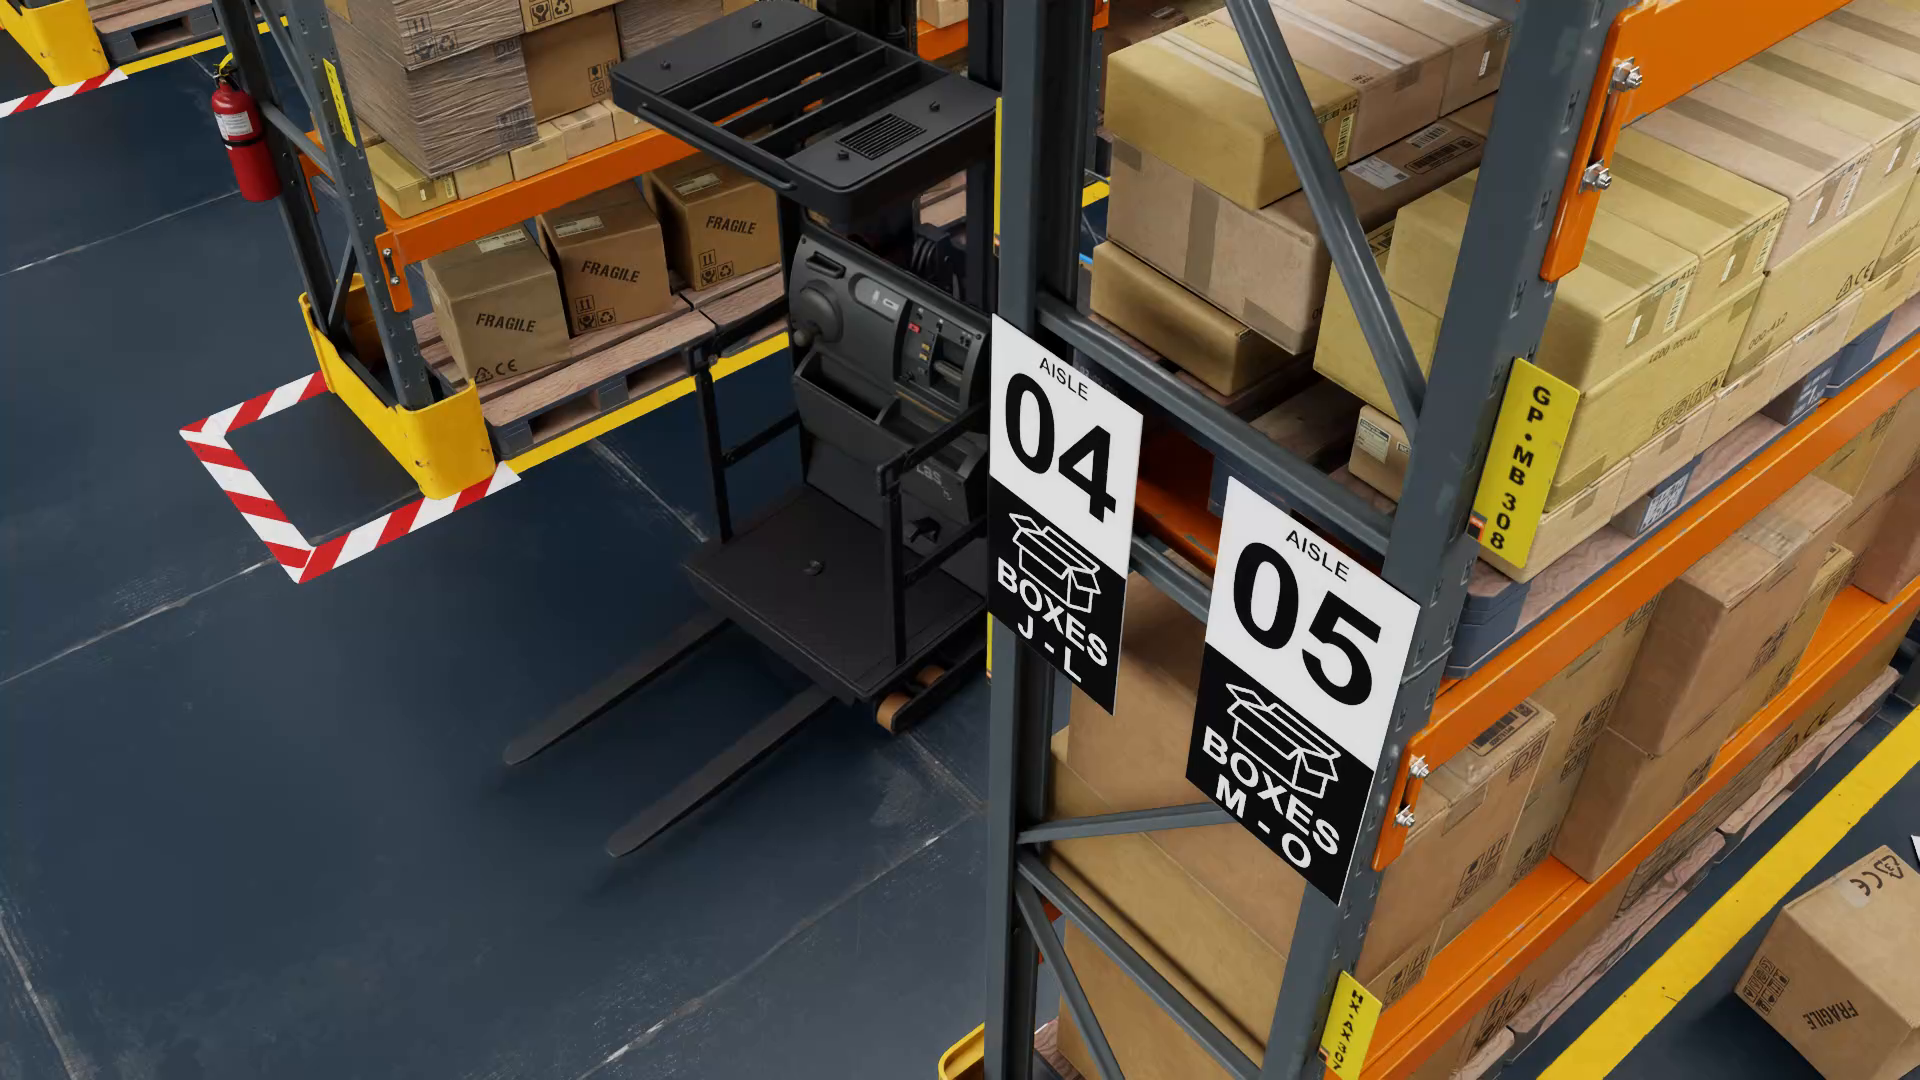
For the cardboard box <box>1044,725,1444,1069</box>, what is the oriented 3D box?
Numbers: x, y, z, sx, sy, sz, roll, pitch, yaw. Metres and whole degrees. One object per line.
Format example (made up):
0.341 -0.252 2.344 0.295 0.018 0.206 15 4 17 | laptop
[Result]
0.690 0.803 4.148 0.550 0.550 0.875 -30 51 -28 | cardboard box

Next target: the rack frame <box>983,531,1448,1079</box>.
0.435 1.044 4.001 0.127 3.000 1.000 -30 51 -28 | rack frame

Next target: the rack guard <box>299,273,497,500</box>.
-2.612 -0.727 7.713 0.348 0.500 1.175 -30 51 -28 | rack guard

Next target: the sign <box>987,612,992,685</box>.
0.097 0.245 3.833 0.005 0.325 0.100 -30 51 -28 | sign

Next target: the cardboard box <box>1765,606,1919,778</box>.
2.976 0.148 6.200 0.875 0.875 0.875 -29 50 -27 | cardboard box

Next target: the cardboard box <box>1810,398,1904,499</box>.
1.947 -0.313 4.547 0.500 0.550 0.875 -30 51 -28 | cardboard box

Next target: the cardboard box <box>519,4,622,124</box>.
-1.924 -2.259 7.228 0.500 0.500 0.875 -30 51 -28 | cardboard box

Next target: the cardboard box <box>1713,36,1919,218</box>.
1.478 -0.750 2.941 0.250 0.149 0.380 -29 51 -27 | cardboard box

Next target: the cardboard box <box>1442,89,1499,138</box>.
1.015 -0.874 3.364 0.500 0.250 0.500 -30 51 -28 | cardboard box

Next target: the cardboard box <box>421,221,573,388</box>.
-2.180 -1.112 7.816 0.500 0.500 0.500 -21 47 -21 | cardboard box

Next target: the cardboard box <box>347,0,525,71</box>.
-2.073 -2.213 6.448 0.500 0.500 0.500 -30 51 -28 | cardboard box

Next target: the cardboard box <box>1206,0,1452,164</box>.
0.668 -0.873 3.072 0.250 0.149 0.380 -30 51 -28 | cardboard box

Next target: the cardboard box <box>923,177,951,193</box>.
-0.369 -2.193 8.967 0.500 0.500 0.500 -15 45 -16 | cardboard box

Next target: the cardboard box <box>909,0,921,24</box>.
-0.403 -2.629 8.096 0.250 0.149 0.380 -30 51 -28 | cardboard box

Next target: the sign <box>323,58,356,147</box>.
-2.322 -1.635 6.222 0.005 0.325 0.100 -30 51 -28 | sign

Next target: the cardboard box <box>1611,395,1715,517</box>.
1.099 -0.242 2.983 0.250 0.149 0.380 -29 51 -28 | cardboard box

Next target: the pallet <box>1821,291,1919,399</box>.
1.933 -0.887 3.931 1.213 0.211 1.003 -30 51 -28 | pallet

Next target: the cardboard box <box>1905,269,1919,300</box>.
1.872 -0.684 3.453 0.250 0.149 0.380 -30 51 -28 | cardboard box

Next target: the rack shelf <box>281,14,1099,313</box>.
-1.136 -2.221 8.003 4.000 0.370 1.077 -30 51 -28 | rack shelf

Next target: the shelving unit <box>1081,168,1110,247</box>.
0.960 -1.259 7.548 0.587 1.500 1.083 34 53 31 | shelving unit

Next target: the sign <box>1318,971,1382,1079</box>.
0.786 0.994 3.364 0.005 0.325 0.100 -30 51 -28 | sign

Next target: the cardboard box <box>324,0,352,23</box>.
-2.407 -2.485 6.738 0.500 0.500 0.500 -30 51 -28 | cardboard box

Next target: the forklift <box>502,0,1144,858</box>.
-0.417 -0.712 5.921 1.130 2.935 3.031 32 52 30 | forklift

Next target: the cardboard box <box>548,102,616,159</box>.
-1.714 -1.836 7.250 0.250 0.149 0.380 -30 51 -28 | cardboard box

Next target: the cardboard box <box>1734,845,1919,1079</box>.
2.971 1.418 5.427 0.500 0.500 0.500 -21 47 -21 | cardboard box

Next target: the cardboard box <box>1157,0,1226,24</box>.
1.261 -3.069 9.885 0.500 0.500 0.700 -30 51 -28 | cardboard box

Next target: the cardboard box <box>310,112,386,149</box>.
-2.584 -1.747 7.156 0.250 0.149 0.380 -30 51 -28 | cardboard box

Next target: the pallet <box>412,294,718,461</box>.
-1.966 -0.960 8.172 1.213 0.211 1.003 -30 51 -28 | pallet

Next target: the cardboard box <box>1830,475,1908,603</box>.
2.331 -0.170 5.184 0.550 0.550 0.875 -30 51 -28 | cardboard box

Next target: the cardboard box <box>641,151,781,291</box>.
-1.251 -1.658 8.397 0.500 0.500 0.500 -25 49 -24 | cardboard box

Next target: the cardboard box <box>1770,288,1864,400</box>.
1.485 -0.463 3.218 0.250 0.149 0.380 -29 51 -28 | cardboard box

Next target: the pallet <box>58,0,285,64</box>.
-5.193 -3.601 10.984 1.213 0.211 1.003 -30 51 -28 | pallet

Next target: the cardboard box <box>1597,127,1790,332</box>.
1.088 -0.527 2.704 0.250 0.149 0.380 -30 51 -28 | cardboard box

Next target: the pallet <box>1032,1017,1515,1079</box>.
0.998 1.668 5.373 1.213 0.211 1.003 -30 51 -28 | pallet

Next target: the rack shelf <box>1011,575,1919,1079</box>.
1.969 0.428 5.182 4.000 0.370 1.077 -30 51 -28 | rack shelf

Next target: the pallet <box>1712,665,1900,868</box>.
2.870 0.597 6.514 1.213 0.211 1.003 -30 51 -28 | pallet

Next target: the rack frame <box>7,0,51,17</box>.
-5.848 -4.206 9.591 0.127 3.000 1.000 -30 51 -28 | rack frame

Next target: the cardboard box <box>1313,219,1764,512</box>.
0.970 -0.370 2.828 0.500 0.250 0.500 -30 51 -28 | cardboard box

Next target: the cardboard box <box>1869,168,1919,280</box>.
1.745 -0.815 3.302 0.500 0.250 0.500 -30 51 -28 | cardboard box

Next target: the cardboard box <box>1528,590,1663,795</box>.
1.107 0.163 4.040 0.550 0.550 0.875 -30 51 -28 | cardboard box

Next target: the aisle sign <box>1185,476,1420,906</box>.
0.573 0.285 2.910 0.004 0.787 0.394 -30 51 -28 | aisle sign

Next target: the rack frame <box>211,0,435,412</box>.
-2.670 -1.605 6.821 0.127 3.000 1.000 -30 51 -28 | rack frame

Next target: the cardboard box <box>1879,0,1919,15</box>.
1.871 -0.975 3.181 0.250 0.149 0.380 -30 51 -28 | cardboard box

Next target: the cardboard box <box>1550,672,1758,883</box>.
1.608 0.370 4.609 0.550 0.550 0.875 -30 51 -28 | cardboard box

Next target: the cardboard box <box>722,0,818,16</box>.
-1.122 -2.670 7.665 0.500 0.500 0.875 -30 51 -28 | cardboard box

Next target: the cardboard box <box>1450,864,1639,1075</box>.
1.586 0.945 5.351 0.875 0.875 0.875 -31 51 -28 | cardboard box

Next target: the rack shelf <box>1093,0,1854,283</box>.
1.969 -1.613 3.266 4.000 0.370 1.077 -30 51 -28 | rack shelf

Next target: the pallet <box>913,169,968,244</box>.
-0.094 -2.032 9.313 1.213 0.211 1.003 -30 51 -28 | pallet

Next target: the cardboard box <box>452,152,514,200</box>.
-2.094 -1.613 7.013 0.250 0.149 0.380 -30 51 -28 | cardboard box
